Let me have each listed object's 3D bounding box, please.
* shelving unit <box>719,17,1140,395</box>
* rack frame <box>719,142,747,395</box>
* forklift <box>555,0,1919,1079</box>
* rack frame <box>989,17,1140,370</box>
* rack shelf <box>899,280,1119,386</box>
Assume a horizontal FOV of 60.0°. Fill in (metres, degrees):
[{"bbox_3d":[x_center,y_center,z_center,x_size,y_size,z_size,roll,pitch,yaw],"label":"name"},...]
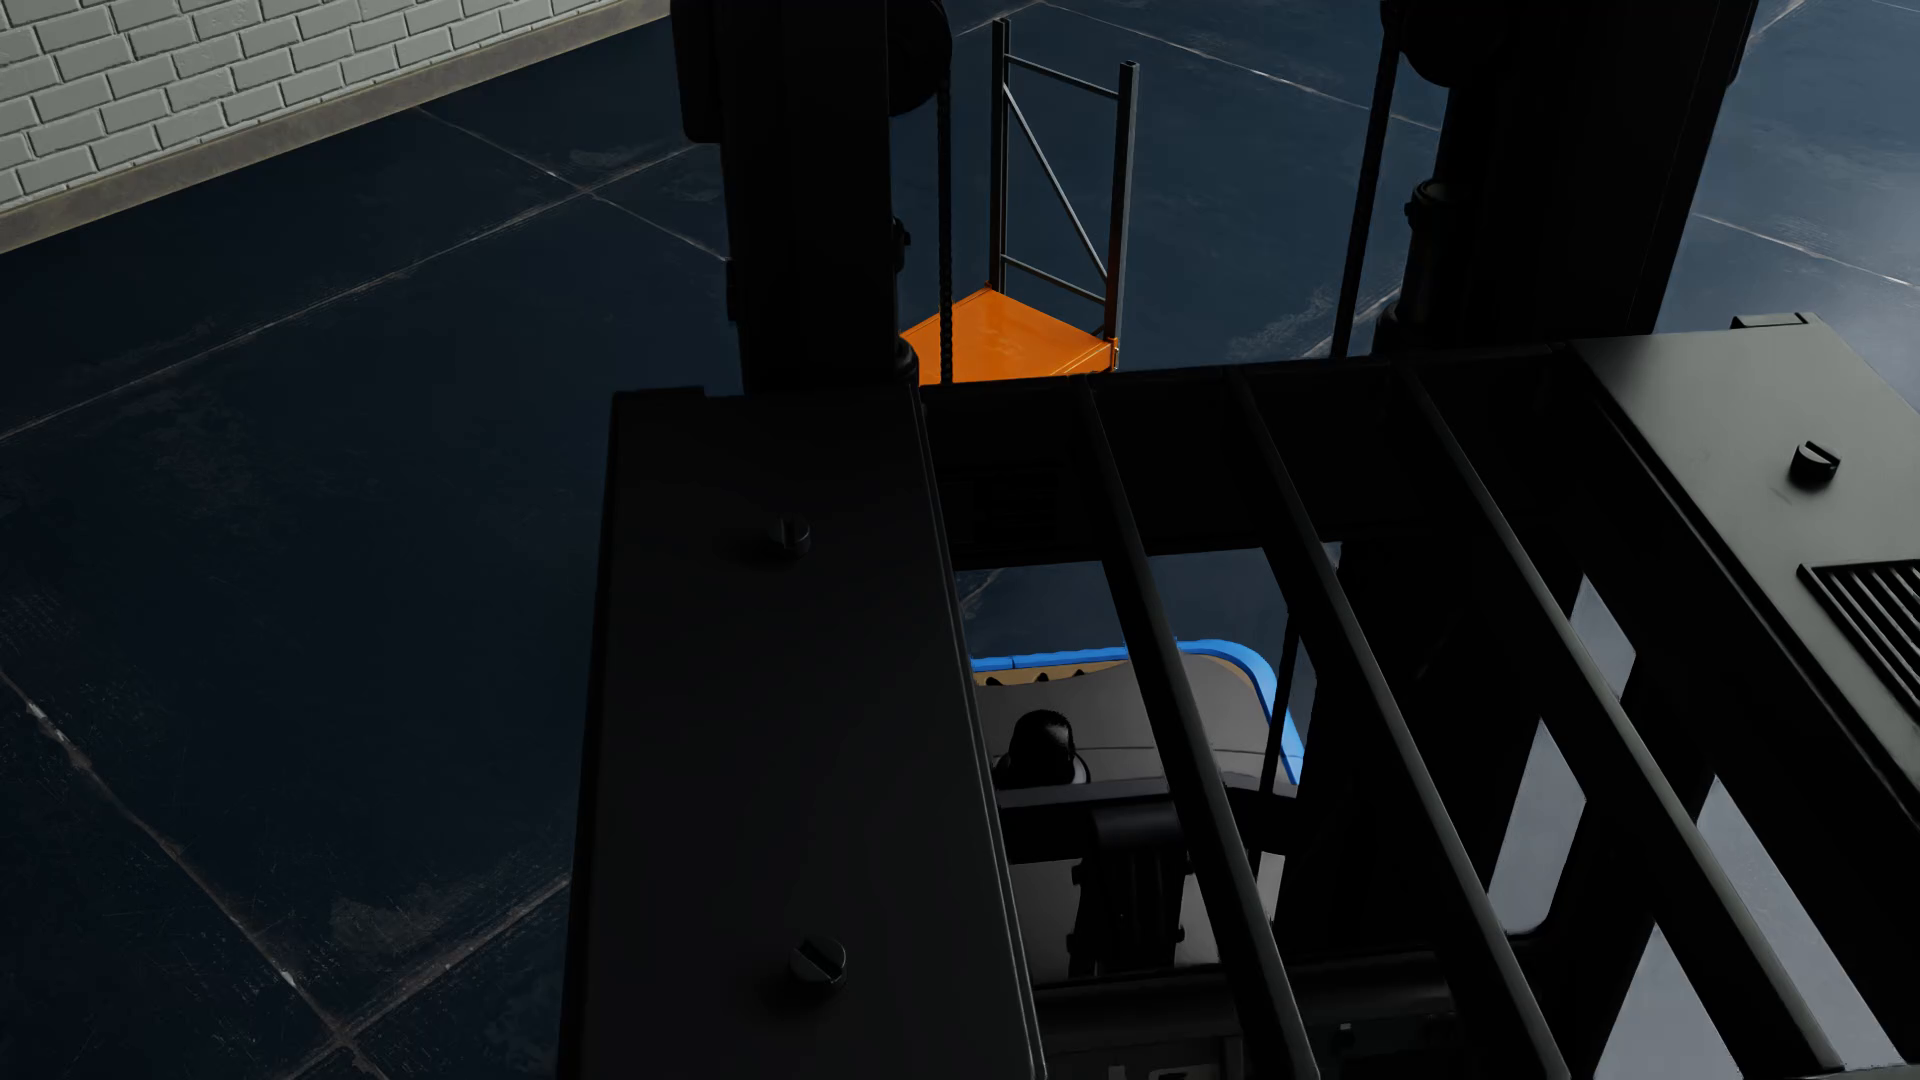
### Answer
[{"bbox_3d":[-0.051,-0.552,4.739,0.587,1.500,1.083,30,47,32],"label":"shelving unit"},{"bbox_3d":[-0.401,-0.314,4.440,0.500,1.500,0.032,30,47,32],"label":"rack frame"},{"bbox_3d":[0.279,0.825,1.858,1.130,2.935,3.031,-4,39,-5],"label":"forklift"},{"bbox_3d":[0.285,-0.781,5.028,0.500,1.500,0.032,30,47,32],"label":"rack frame"},{"bbox_3d":[-0.058,-0.407,4.846,0.538,0.185,1.000,30,47,32],"label":"rack shelf"}]
